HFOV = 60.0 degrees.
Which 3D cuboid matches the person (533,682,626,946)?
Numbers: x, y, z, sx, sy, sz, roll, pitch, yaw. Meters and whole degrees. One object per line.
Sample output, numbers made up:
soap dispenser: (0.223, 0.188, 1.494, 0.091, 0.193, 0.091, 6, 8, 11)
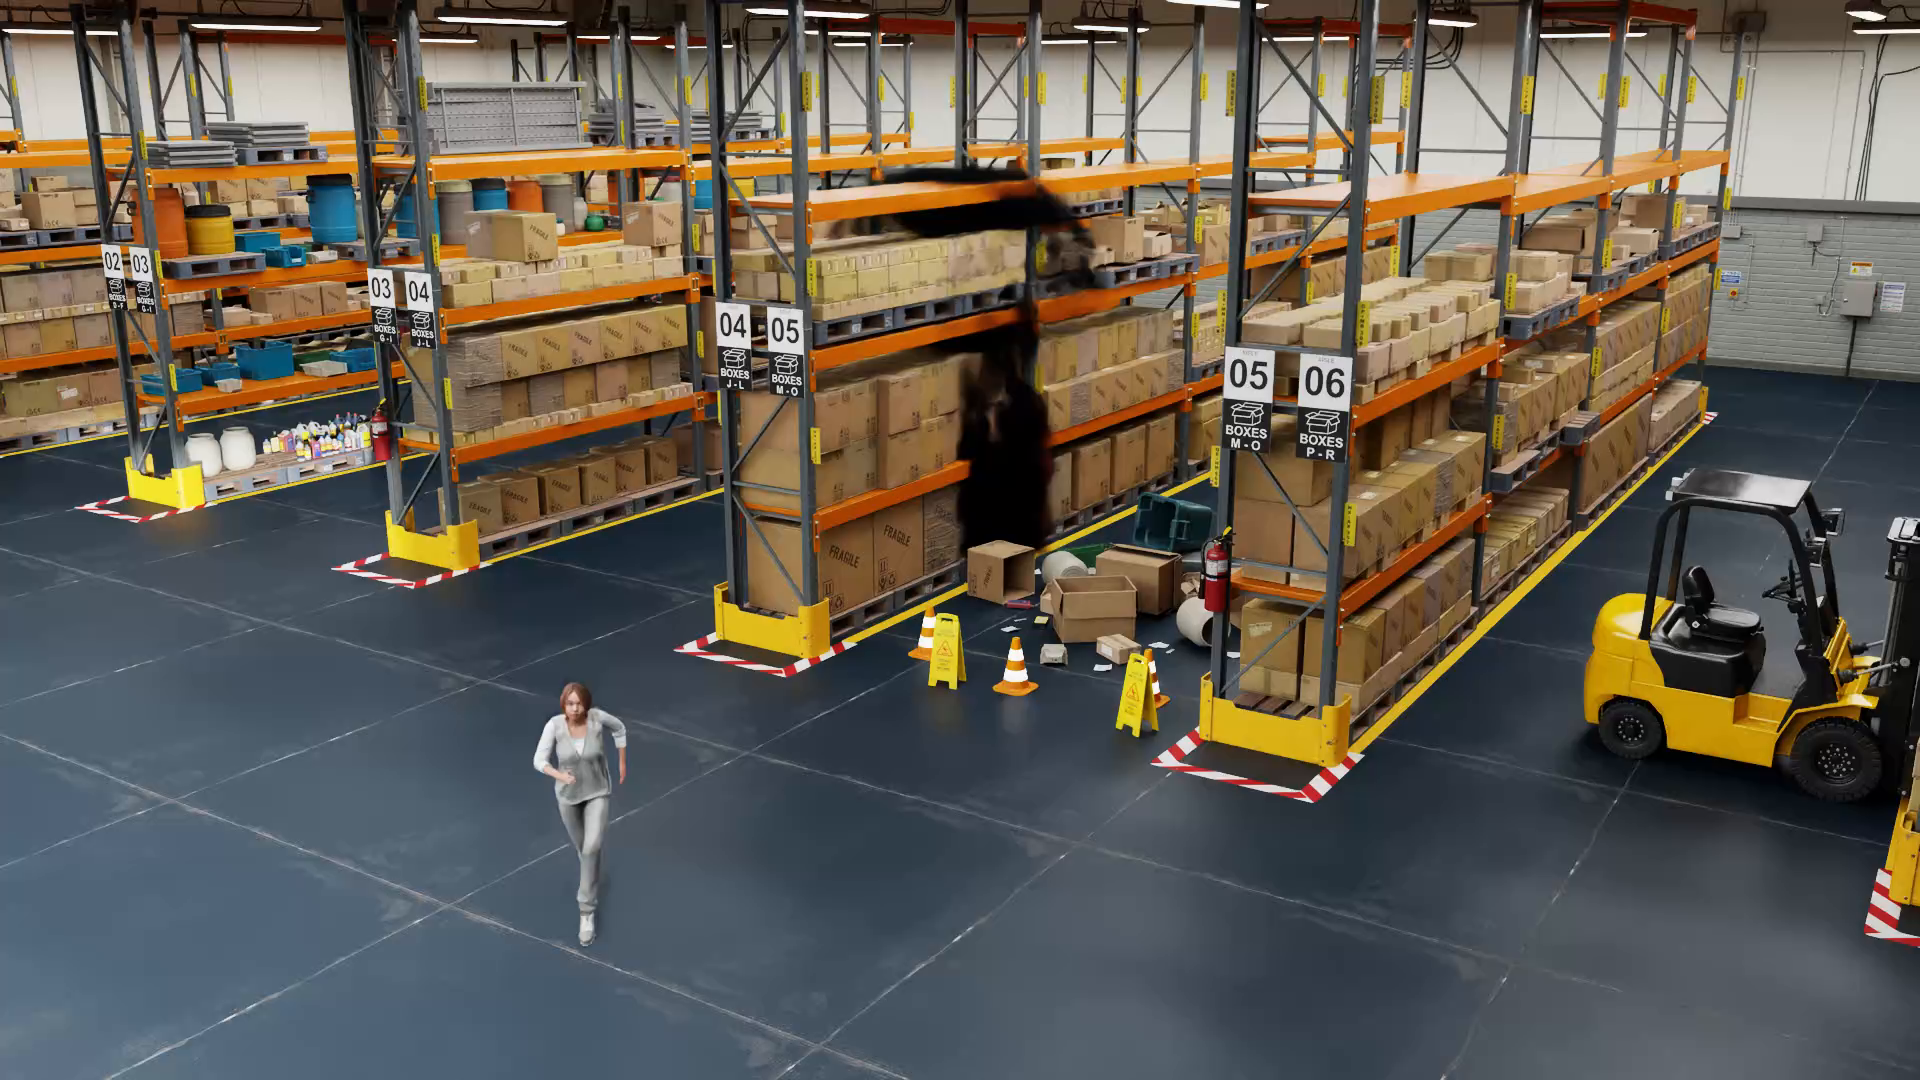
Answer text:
person: (-2.368, 1.614, 10.455, 0.562, 1.619, 0.879, -3, 16, -10)
